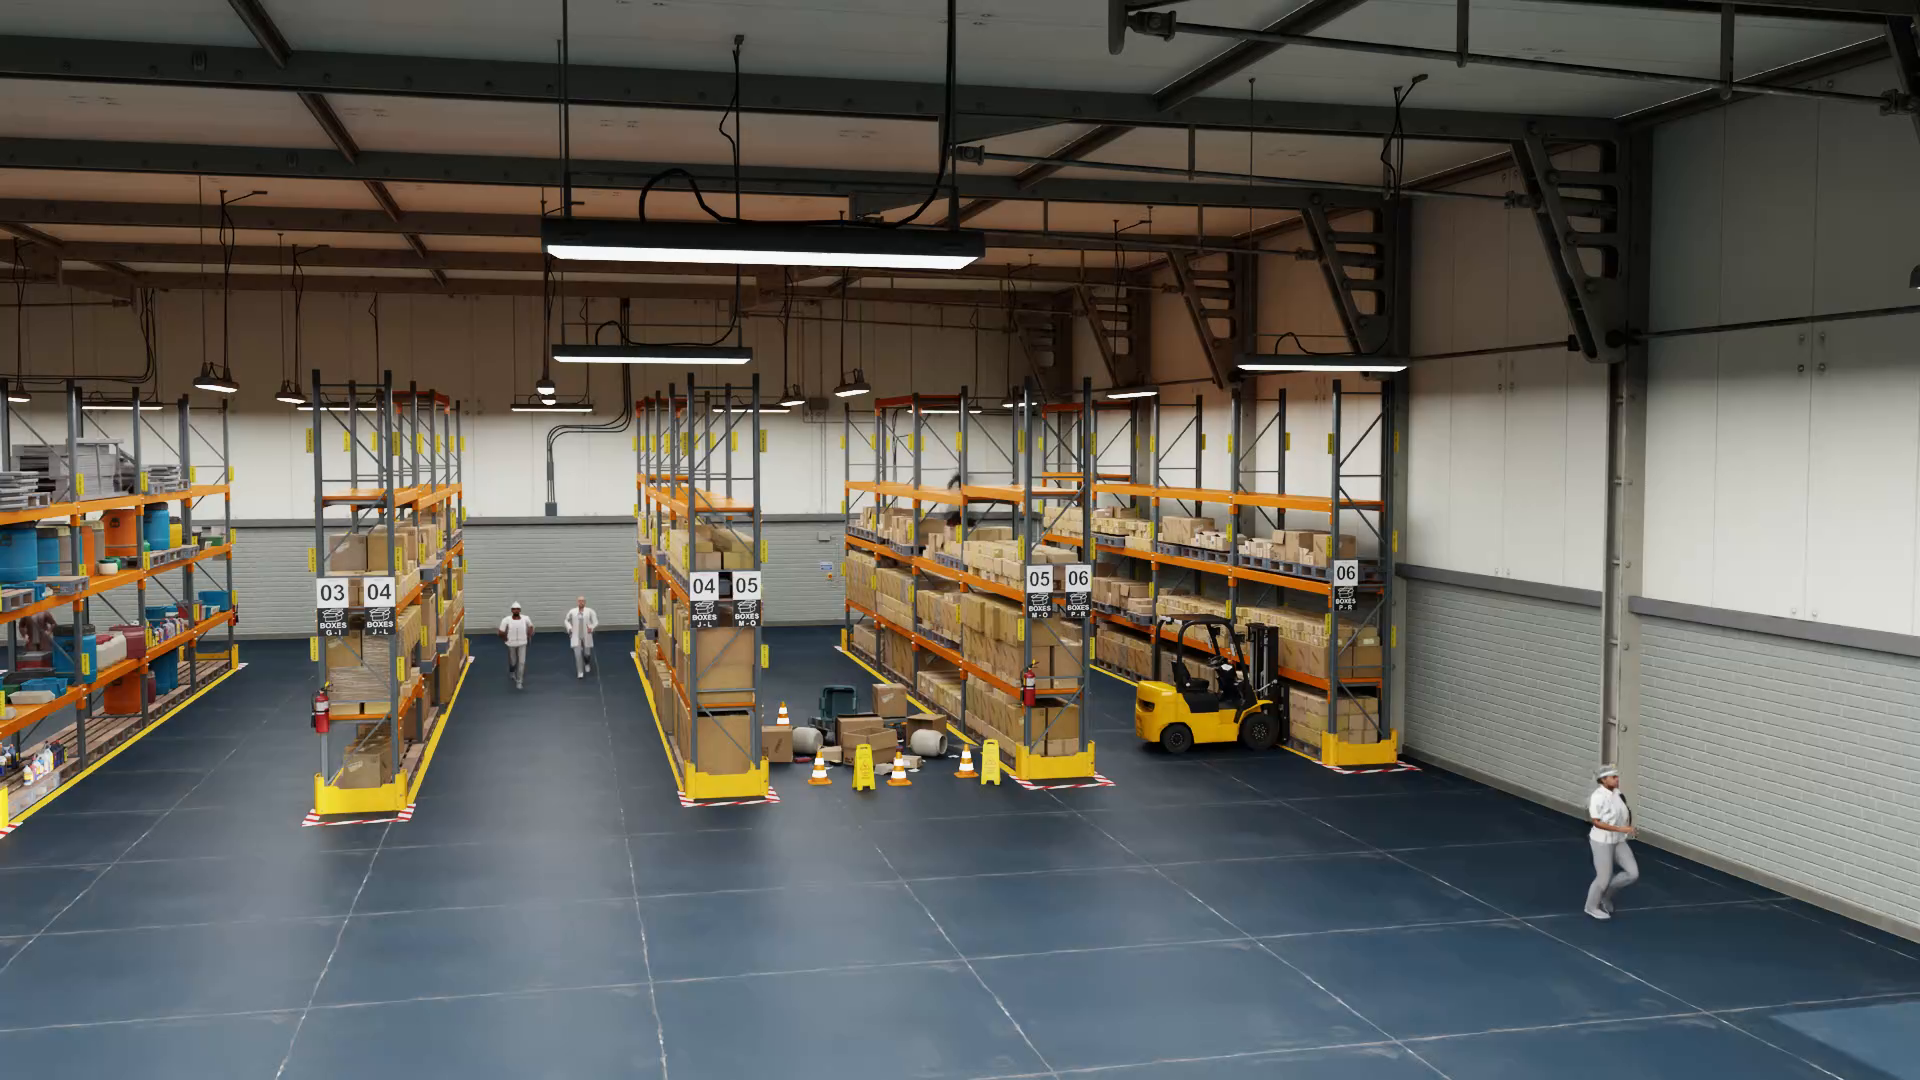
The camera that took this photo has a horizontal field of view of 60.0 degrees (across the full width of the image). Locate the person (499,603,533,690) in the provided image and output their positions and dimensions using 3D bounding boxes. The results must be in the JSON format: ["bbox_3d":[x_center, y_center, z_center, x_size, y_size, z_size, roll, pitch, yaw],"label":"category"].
[{"bbox_3d":[-9.105,2.158,34.161,0.702,1.757,0.894,-1,4,-21],"label":"person"}]

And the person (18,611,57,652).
[{"bbox_3d":[-19.360,2.130,34.890,0.735,1.739,0.681,-1,3,-18],"label":"person"}]

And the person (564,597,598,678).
[{"bbox_3d":[-8.134,2.075,35.700,0.711,1.728,0.731,-1,3,-10],"label":"person"}]

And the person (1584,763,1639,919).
[{"bbox_3d":[6.841,3.157,17.409,0.556,1.662,0.603,-2,4,-32],"label":"person"}]
